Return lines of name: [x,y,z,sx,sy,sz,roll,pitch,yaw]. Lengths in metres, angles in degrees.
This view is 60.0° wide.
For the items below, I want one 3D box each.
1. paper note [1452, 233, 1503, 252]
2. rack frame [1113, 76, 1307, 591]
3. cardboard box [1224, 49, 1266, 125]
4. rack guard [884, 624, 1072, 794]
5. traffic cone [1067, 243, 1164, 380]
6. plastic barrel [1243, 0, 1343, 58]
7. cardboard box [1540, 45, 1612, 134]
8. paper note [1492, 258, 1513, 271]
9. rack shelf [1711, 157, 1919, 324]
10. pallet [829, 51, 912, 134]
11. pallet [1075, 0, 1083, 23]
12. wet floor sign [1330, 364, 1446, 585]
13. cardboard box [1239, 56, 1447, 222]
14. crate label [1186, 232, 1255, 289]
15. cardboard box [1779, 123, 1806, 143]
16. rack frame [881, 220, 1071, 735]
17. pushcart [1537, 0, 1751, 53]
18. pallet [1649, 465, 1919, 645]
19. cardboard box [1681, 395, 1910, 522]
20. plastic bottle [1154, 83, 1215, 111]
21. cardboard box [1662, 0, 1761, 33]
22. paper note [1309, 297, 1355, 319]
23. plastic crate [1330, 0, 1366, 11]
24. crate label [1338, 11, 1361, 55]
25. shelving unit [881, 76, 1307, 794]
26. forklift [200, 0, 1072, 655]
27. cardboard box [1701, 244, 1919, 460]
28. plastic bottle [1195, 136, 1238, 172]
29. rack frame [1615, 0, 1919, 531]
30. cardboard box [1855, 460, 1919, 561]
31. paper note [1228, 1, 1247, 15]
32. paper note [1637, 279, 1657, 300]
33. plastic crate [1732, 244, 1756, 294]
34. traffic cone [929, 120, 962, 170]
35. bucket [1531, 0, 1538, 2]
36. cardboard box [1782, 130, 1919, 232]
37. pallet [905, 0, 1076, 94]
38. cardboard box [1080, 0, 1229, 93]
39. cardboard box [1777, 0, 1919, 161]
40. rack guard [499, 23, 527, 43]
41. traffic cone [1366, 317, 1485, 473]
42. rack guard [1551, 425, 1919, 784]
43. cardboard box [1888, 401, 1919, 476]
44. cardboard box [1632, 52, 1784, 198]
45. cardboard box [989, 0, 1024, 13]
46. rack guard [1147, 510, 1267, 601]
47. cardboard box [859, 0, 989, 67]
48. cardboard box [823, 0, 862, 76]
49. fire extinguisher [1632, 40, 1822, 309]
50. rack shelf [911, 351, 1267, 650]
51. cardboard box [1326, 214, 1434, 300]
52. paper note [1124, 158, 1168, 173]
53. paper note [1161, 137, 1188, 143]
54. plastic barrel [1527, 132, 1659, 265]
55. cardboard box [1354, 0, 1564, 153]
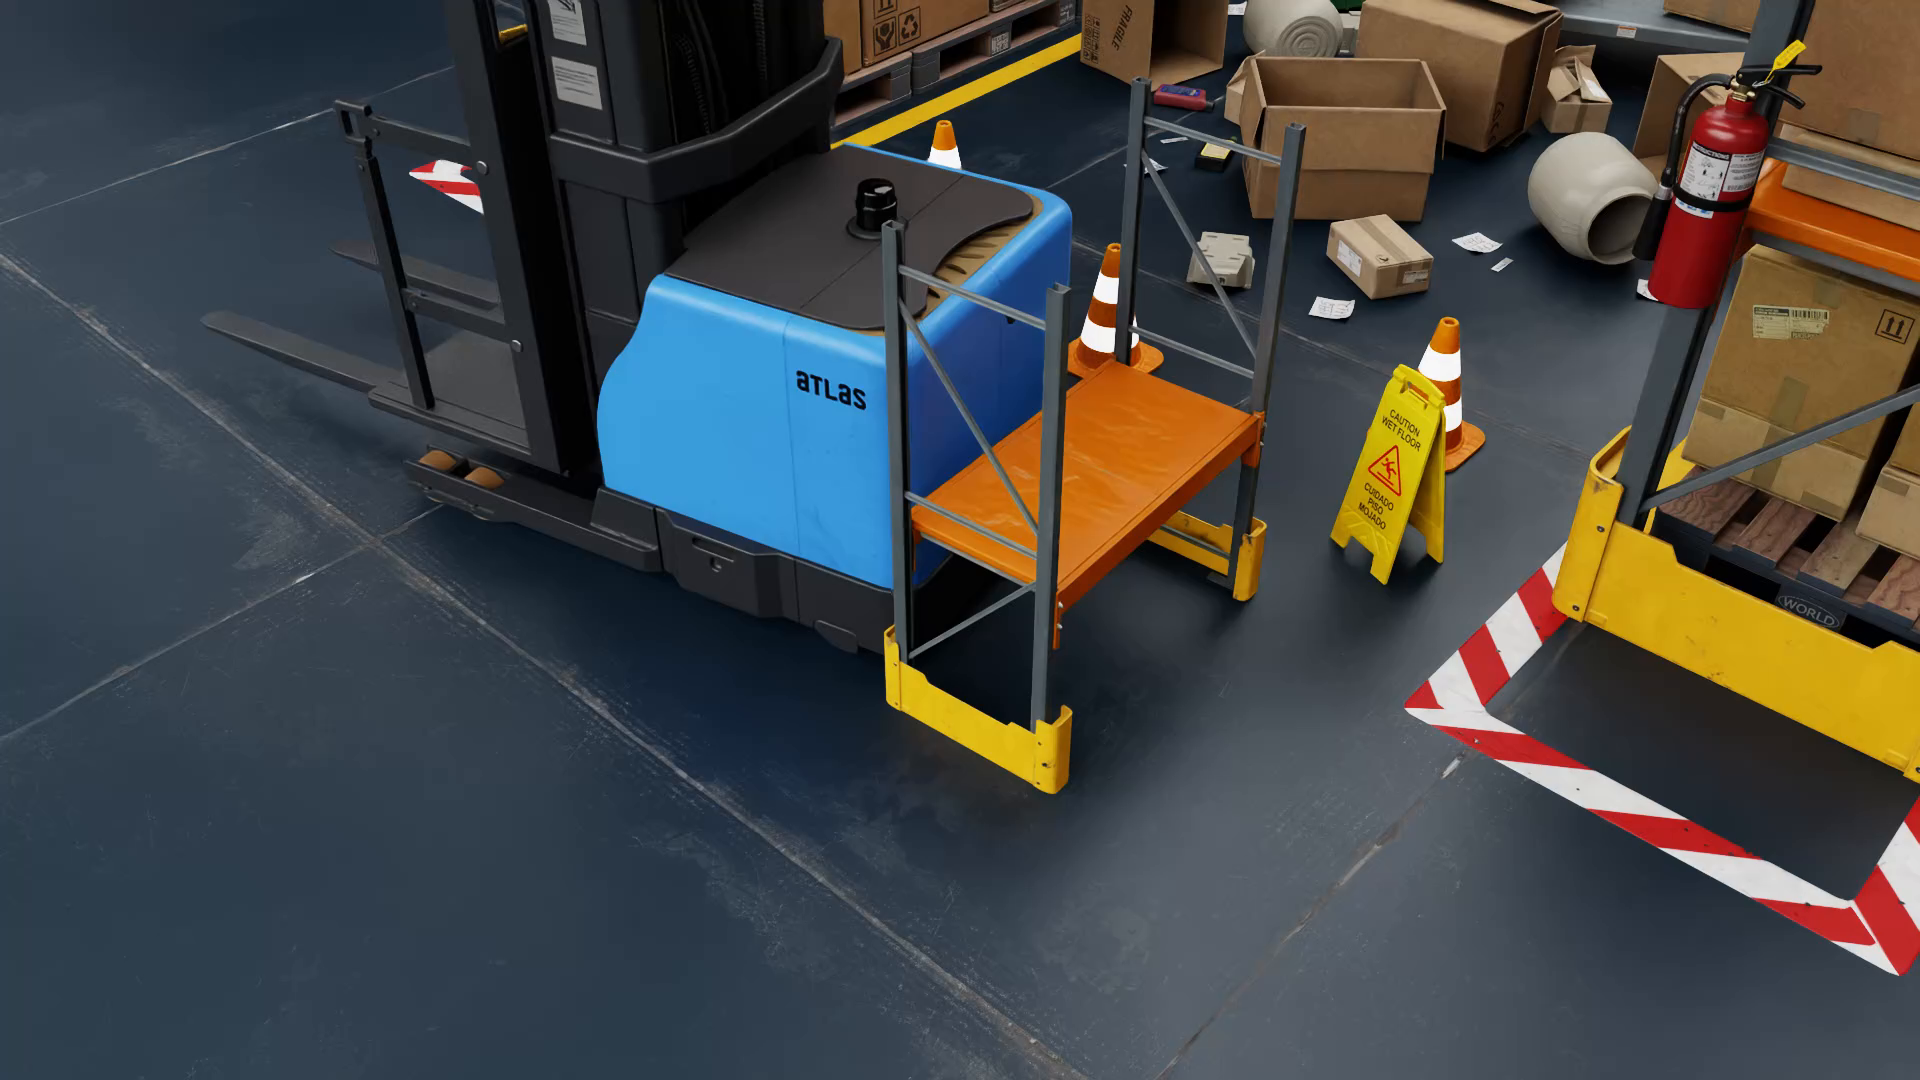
paper note: [2.105,-1.211,6.758,0.142,0.019,0.148,-18,42,-21]
rack frame: [0.656,-0.530,4.712,0.500,1.500,0.032,26,45,29]
cardboard box: [1.429,-2.017,7.573,0.258,0.266,0.396,-26,45,-29]
rack guard: [0.041,0.448,4.486,0.587,0.250,0.087,26,45,29]
traffic cone: [0.542,-0.837,5.930,0.336,0.463,0.334,30,47,32]
plastic barrel: [1.596,-2.477,8.024,0.421,0.421,0.512,-5,39,-6]
cardboard box: [2.818,-2.075,7.646,0.258,0.266,0.396,2,39,2]
paper note: [2.160,-1.097,6.621,0.032,0.001,0.123,30,47,32]
rack shelf: [3.602,-1.418,5.201,1.077,0.370,4.000,30,47,32]
pallet: [-0.987,-2.121,7.748,1.003,0.211,1.213,30,47,32]
pallet: [0.659,-3.242,9.158,1.003,0.211,1.213,30,47,32]
wet floor sign: [1.335,-0.221,5.010,0.232,0.644,0.267,-18,42,-21]
cardboard box: [1.569,-1.673,6.950,0.797,0.503,0.637,2,39,2]
crate label: [1.027,-1.096,6.519,0.250,0.136,0.298,8,39,10]
cardboard box: [2.436,-1.107,4.434,0.380,0.149,0.250,29,47,31]
rack frame: [0.029,-0.032,4.085,0.500,1.500,0.032,26,45,29]
pushcart: [3.235,-2.526,8.124,1.648,0.377,0.936,14,41,17]
pallet: [2.878,-0.082,5.184,1.003,0.211,1.213,30,47,32]
cardboard box: [2.616,-0.364,5.170,0.500,0.250,0.500,29,47,32]
plastic bottle: [1.065,-2.075,7.811,0.283,0.061,0.133,14,41,17]
cardboard box: [3.617,-2.670,7.598,0.500,0.500,0.500,30,47,32]
paper note: [1.421,-0.889,6.343,0.148,0.019,0.142,14,41,17]
plastic crate: [2.079,-2.942,8.753,0.662,0.188,0.450,-11,30,-14]
crate label: [1.961,-2.550,8.347,0.298,0.136,0.250,2,39,2]
shelving unit: [0.348,-0.286,4.404,0.587,1.500,1.083,26,45,29]
forklift: [-1.203,-1.477,4.753,3.031,2.935,1.130,19,42,22]
cardboard box: [2.601,-0.640,4.914,0.500,0.500,0.500,30,47,32]
plastic bottle: [1.142,-1.723,7.368,0.133,0.061,0.283,14,41,17]
rack frame: [2.253,-0.781,3.822,1.000,3.000,0.127,30,47,32]
cardboard box: [3.001,-0.123,4.867,0.500,0.250,0.500,29,47,32]
paper note: [1.444,-2.799,8.745,0.147,0.020,0.142,2,39,2]
paper note: [2.704,-0.973,6.449,0.142,0.019,0.148,14,41,17]
plastic crate: [3.287,-1.099,6.567,0.402,0.080,0.583,14,41,17]
traffic cone: [-0.063,-1.467,6.724,0.336,0.463,0.334,30,47,32]
bucket: [2.839,-2.933,7.938,0.620,0.611,0.726,-10,38,-28]
cardboard box: [2.347,-0.944,4.229,0.380,0.149,0.250,31,48,33]
pallet: [-0.164,-2.679,8.450,1.003,0.211,1.213,30,47,32]
cardboard box: [0.940,-2.529,8.027,0.500,0.500,0.500,-26,45,-29]
cardboard box: [2.416,-1.301,4.157,0.500,0.500,0.500,29,47,31]
rack guard: [-1.485,-1.823,7.141,1.175,0.500,0.348,30,47,32]
traffic cone: [1.591,-0.527,5.541,0.336,0.463,0.334,30,47,32]
rack guard: [2.304,0.163,4.643,1.175,0.500,0.348,30,47,32]
cardboard box: [3.017,-0.428,4.647,0.500,0.500,0.500,28,46,31]
cardboard box: [3.224,-1.720,7.009,0.500,0.500,0.500,-5,39,-6]
cardboard box: [0.148,-3.308,8.369,0.875,0.875,0.875,30,47,32]
rack guard: [0.655,-0.041,5.100,0.587,0.250,0.087,26,45,29]
cardboard box: [-0.468,-2.890,7.844,0.875,0.875,0.875,29,47,31]
cardboard box: [-1.060,-2.485,7.334,0.875,0.875,0.875,30,47,32]
fire extinguisher: [1.835,-0.891,4.023,0.296,0.674,0.183,30,47,32]
rack shelf: [0.343,-0.140,4.511,0.538,0.185,1.000,26,45,29]
cardboard box: [1.646,-1.115,6.532,0.250,0.149,0.380,-11,40,-14]
paper note: [0.814,-1.638,7.287,0.142,0.017,0.144,-18,42,-21]
paper note: [0.969,-1.808,7.516,0.123,0.001,0.032,-11,40,-14]
plastic barrel: [2.529,-1.357,6.616,0.421,0.421,0.512,-5,39,-6]
cardboard box: [2.194,-2.160,7.453,0.797,0.637,0.503,30,47,32]
